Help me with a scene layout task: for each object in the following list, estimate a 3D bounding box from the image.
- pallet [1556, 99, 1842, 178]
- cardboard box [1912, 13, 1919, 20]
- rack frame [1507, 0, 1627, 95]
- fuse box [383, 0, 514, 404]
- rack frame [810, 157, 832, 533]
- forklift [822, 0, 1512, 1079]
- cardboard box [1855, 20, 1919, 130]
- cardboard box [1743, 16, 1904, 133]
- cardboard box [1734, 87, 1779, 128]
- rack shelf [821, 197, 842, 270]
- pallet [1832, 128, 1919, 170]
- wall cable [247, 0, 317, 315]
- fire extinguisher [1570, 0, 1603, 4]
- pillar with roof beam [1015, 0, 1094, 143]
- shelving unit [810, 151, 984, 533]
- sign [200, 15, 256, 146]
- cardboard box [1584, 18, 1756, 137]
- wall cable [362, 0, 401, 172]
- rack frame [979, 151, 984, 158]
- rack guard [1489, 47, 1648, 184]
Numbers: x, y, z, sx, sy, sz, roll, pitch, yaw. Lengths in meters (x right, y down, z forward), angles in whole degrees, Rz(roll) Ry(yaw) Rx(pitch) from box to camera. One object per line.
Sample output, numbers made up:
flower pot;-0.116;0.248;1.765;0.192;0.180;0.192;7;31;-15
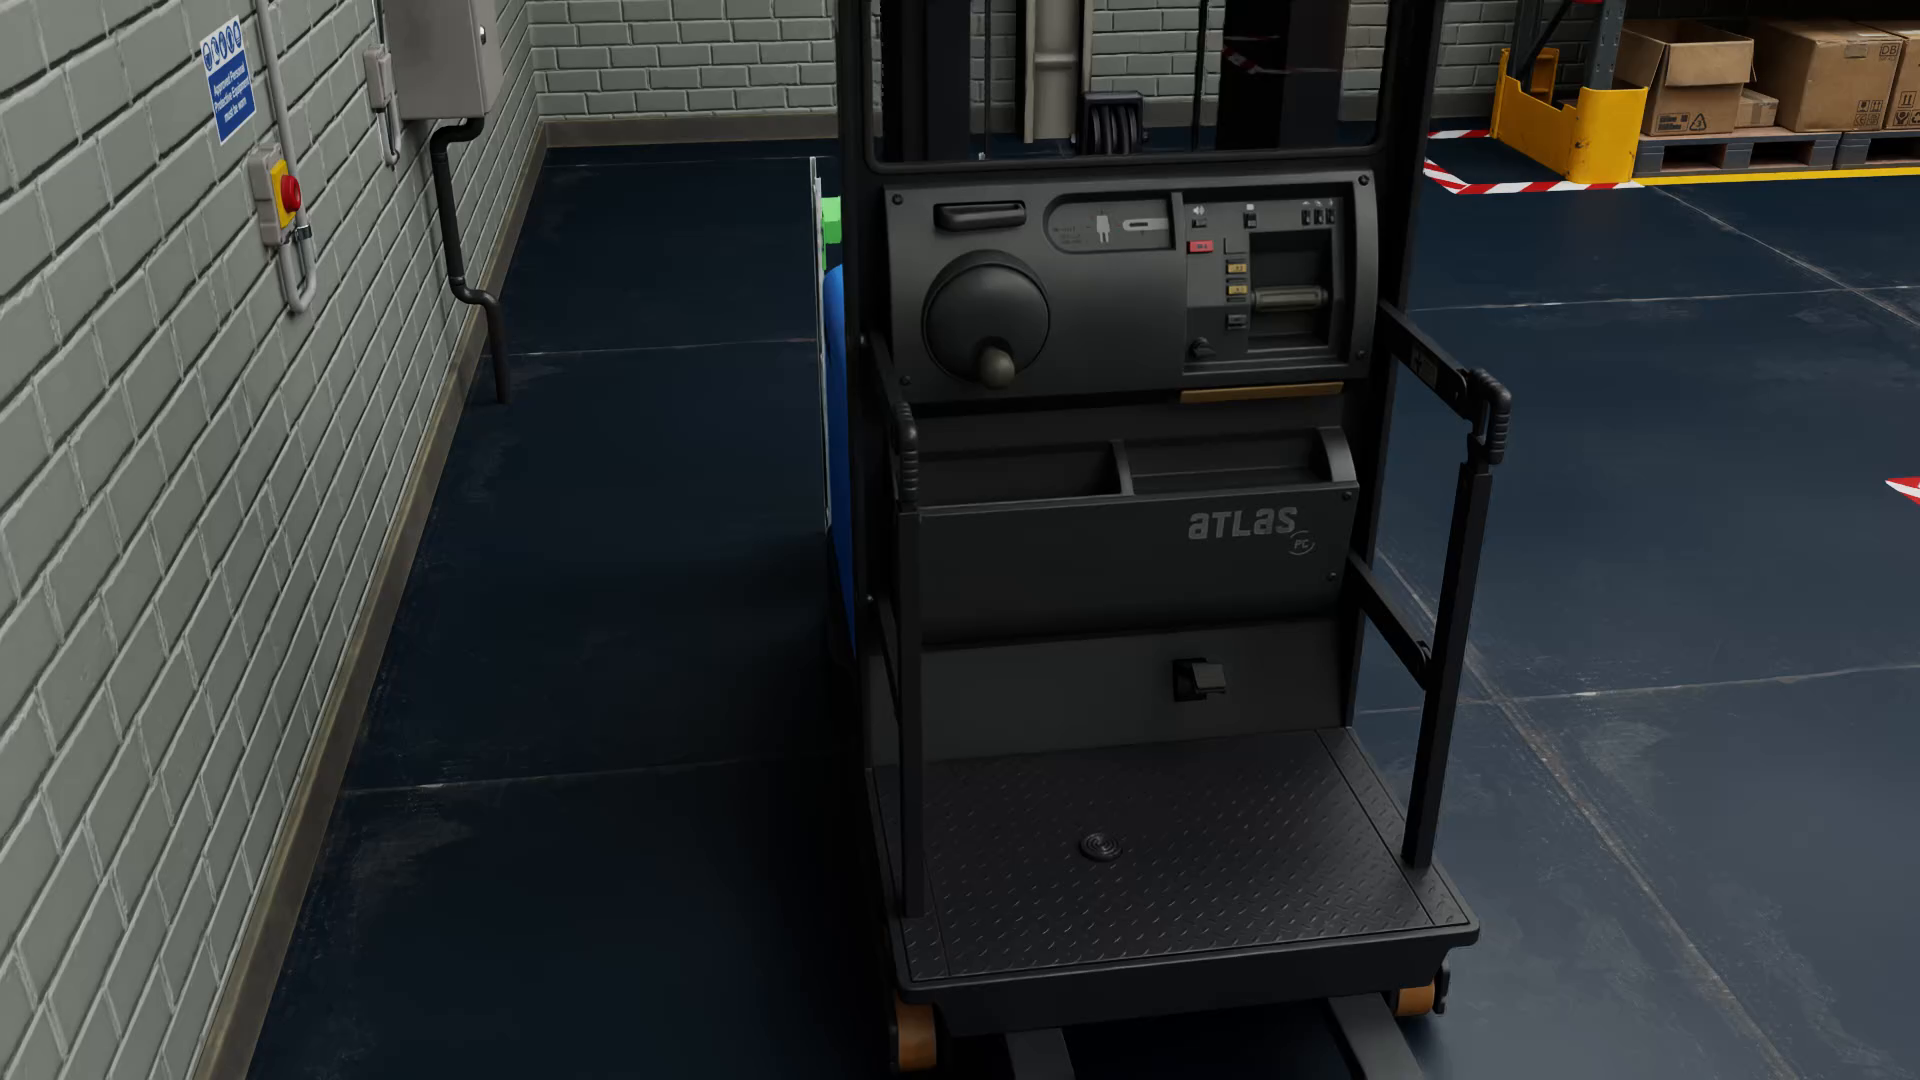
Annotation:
pallet;4.209;-2.341;9.581;1.213;0.211;1.003;-4;27;-7
cardboard box;5.843;-2.699;9.503;0.500;0.500;0.700;-5;28;-9
rack frame;3.344;-3.526;8.835;0.127;3.000;1.000;-4;27;-7
fuse box;-1.689;-1.298;5.906;0.414;1.711;0.539;-4;27;-7
rack frame;-0.406;-0.508;4.925;0.015;1.200;0.240;-4;27;-7
forklift;0.361;-0.446;2.908;1.130;2.935;3.031;-4;27;-8
cardboard box;5.352;-2.621;9.351;0.500;0.500;0.500;-3;27;-6
cardboard box;4.815;-2.633;9.374;0.500;0.500;0.700;-3;27;-5
cardboard box;4.389;-2.449;9.401;0.250;0.149;0.380;-5;28;-9
rack shelf;-0.164;-0.893;4.766;0.480;0.148;0.258;-4;27;-7
pallet;5.414;-2.417;9.729;1.213;0.211;1.003;-4;27;-7
wall cable;-1.541;-1.379;3.504;0.123;1.953;0.585;-4;27;-7
fire extinguisher;3.263;-3.107;8.513;0.183;0.674;0.296;-4;27;-7
pillar with roof beam;1.148;-4.485;4.133;0.400;9.000;9.100;-4;27;-7
shelving unit;-0.164;-0.523;4.956;0.503;1.200;0.258;-4;27;-7
sign;-1.595;-1.007;3.631;0.001;0.218;0.327;-4;27;-7
cardboard box;3.963;-2.598;9.302;0.637;0.503;0.797;-5;28;-9
wall cable;-1.750;-2.005;4.759;0.122;1.984;0.588;-4;27;-7
rack frame;0.078;-0.539;4.986;0.015;1.200;0.240;-4;27;-7
rack guard;3.419;-2.418;9.415;0.348;0.500;1.175;-4;27;-7
